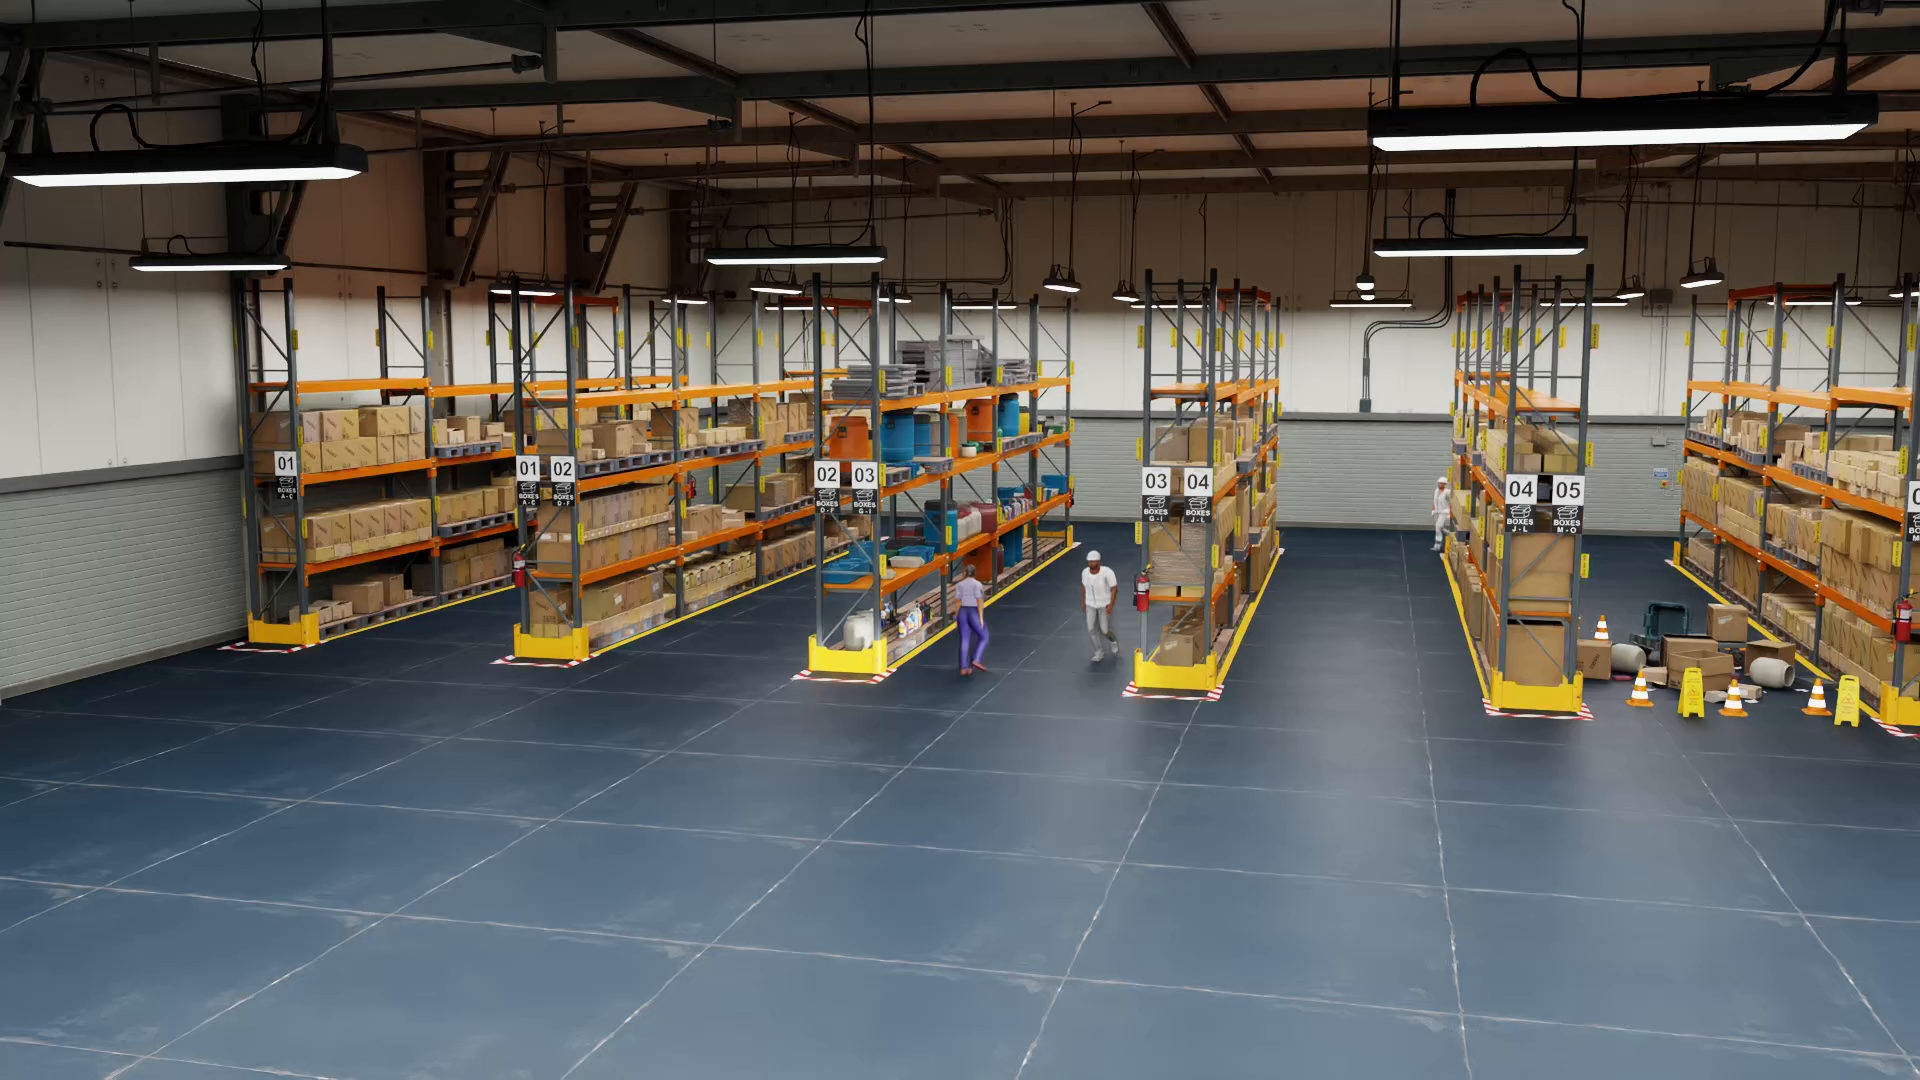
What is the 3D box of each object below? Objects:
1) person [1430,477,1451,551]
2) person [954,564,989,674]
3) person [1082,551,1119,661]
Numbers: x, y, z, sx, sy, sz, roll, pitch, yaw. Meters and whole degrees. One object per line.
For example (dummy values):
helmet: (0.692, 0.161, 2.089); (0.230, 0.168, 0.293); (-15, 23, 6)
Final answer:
person: (11.515, -0.627, 39.593); (0.875, 1.766, 0.554); (-3, 8, -25)
person: (0.154, 1.187, 25.031); (0.527, 1.632, 0.485); (3, 8, 26)
person: (2.220, 1.014, 26.175); (0.630, 1.732, 0.717); (4, 8, 30)
